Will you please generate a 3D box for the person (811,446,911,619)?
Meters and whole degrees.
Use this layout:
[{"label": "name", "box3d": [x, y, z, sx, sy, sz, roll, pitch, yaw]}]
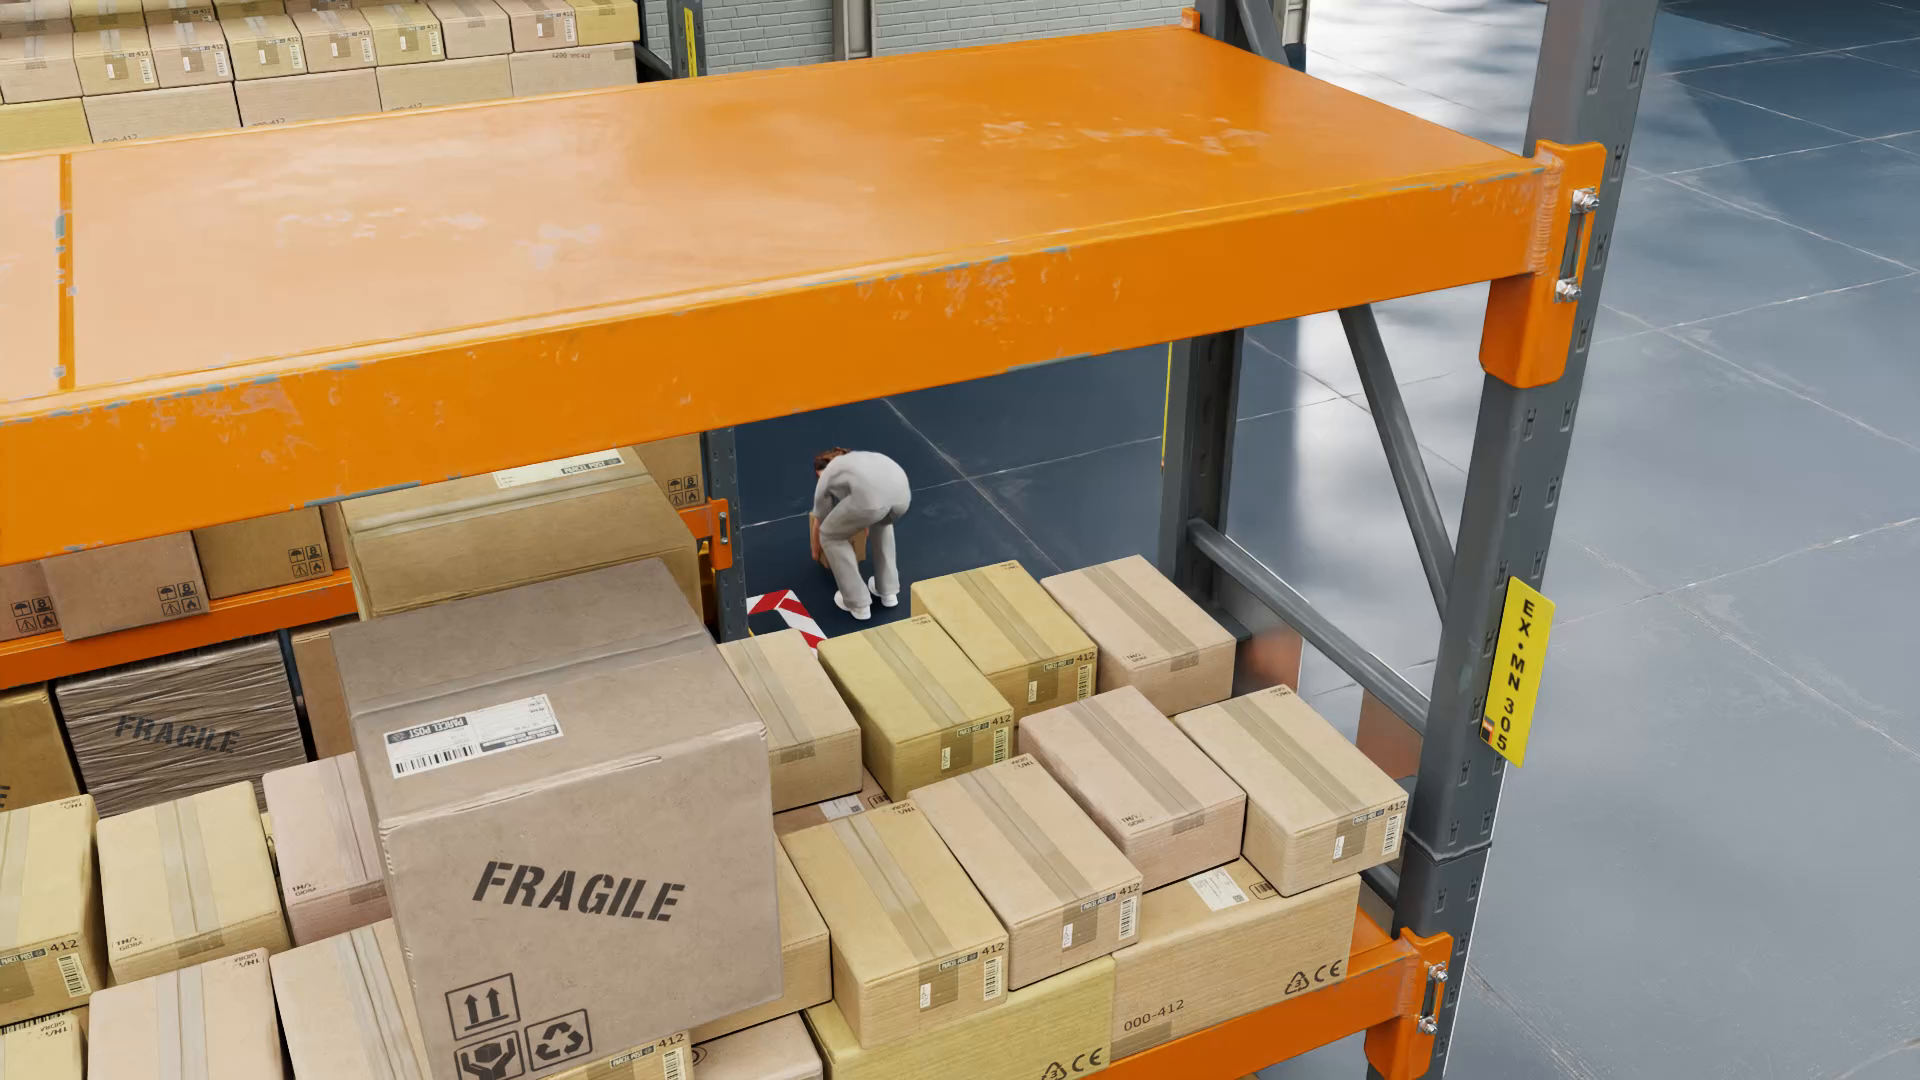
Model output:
[{"label": "person", "box3d": [-0.598, -0.104, 9.383, 0.458, 0.934, 0.852, -18, 34, -28]}]
